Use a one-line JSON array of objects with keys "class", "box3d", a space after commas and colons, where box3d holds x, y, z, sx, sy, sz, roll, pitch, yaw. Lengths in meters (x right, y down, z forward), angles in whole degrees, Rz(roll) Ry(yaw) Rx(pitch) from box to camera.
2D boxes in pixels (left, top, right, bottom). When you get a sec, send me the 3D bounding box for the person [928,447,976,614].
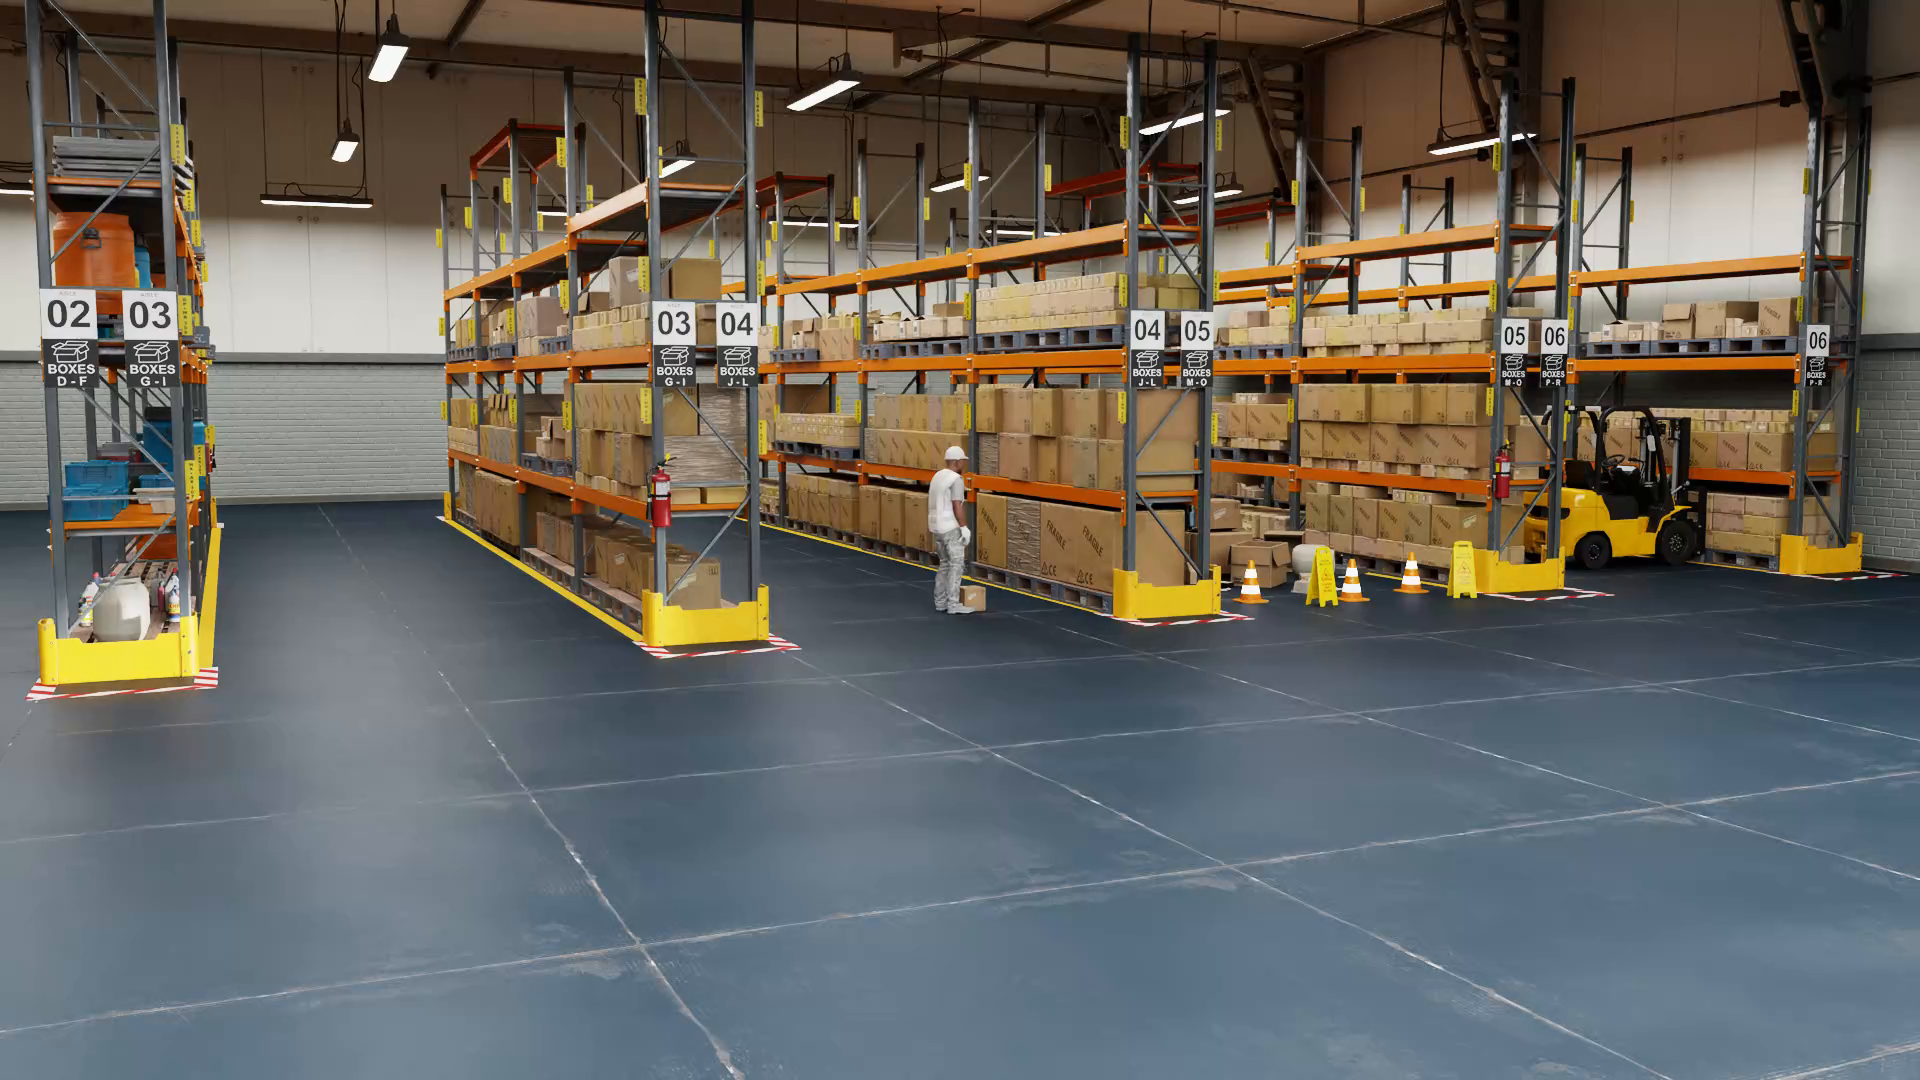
[{"class": "person", "box3d": [-0.098, -0.114, 17.867, 0.447, 1.775, 0.633, -3, 6, -26]}]
